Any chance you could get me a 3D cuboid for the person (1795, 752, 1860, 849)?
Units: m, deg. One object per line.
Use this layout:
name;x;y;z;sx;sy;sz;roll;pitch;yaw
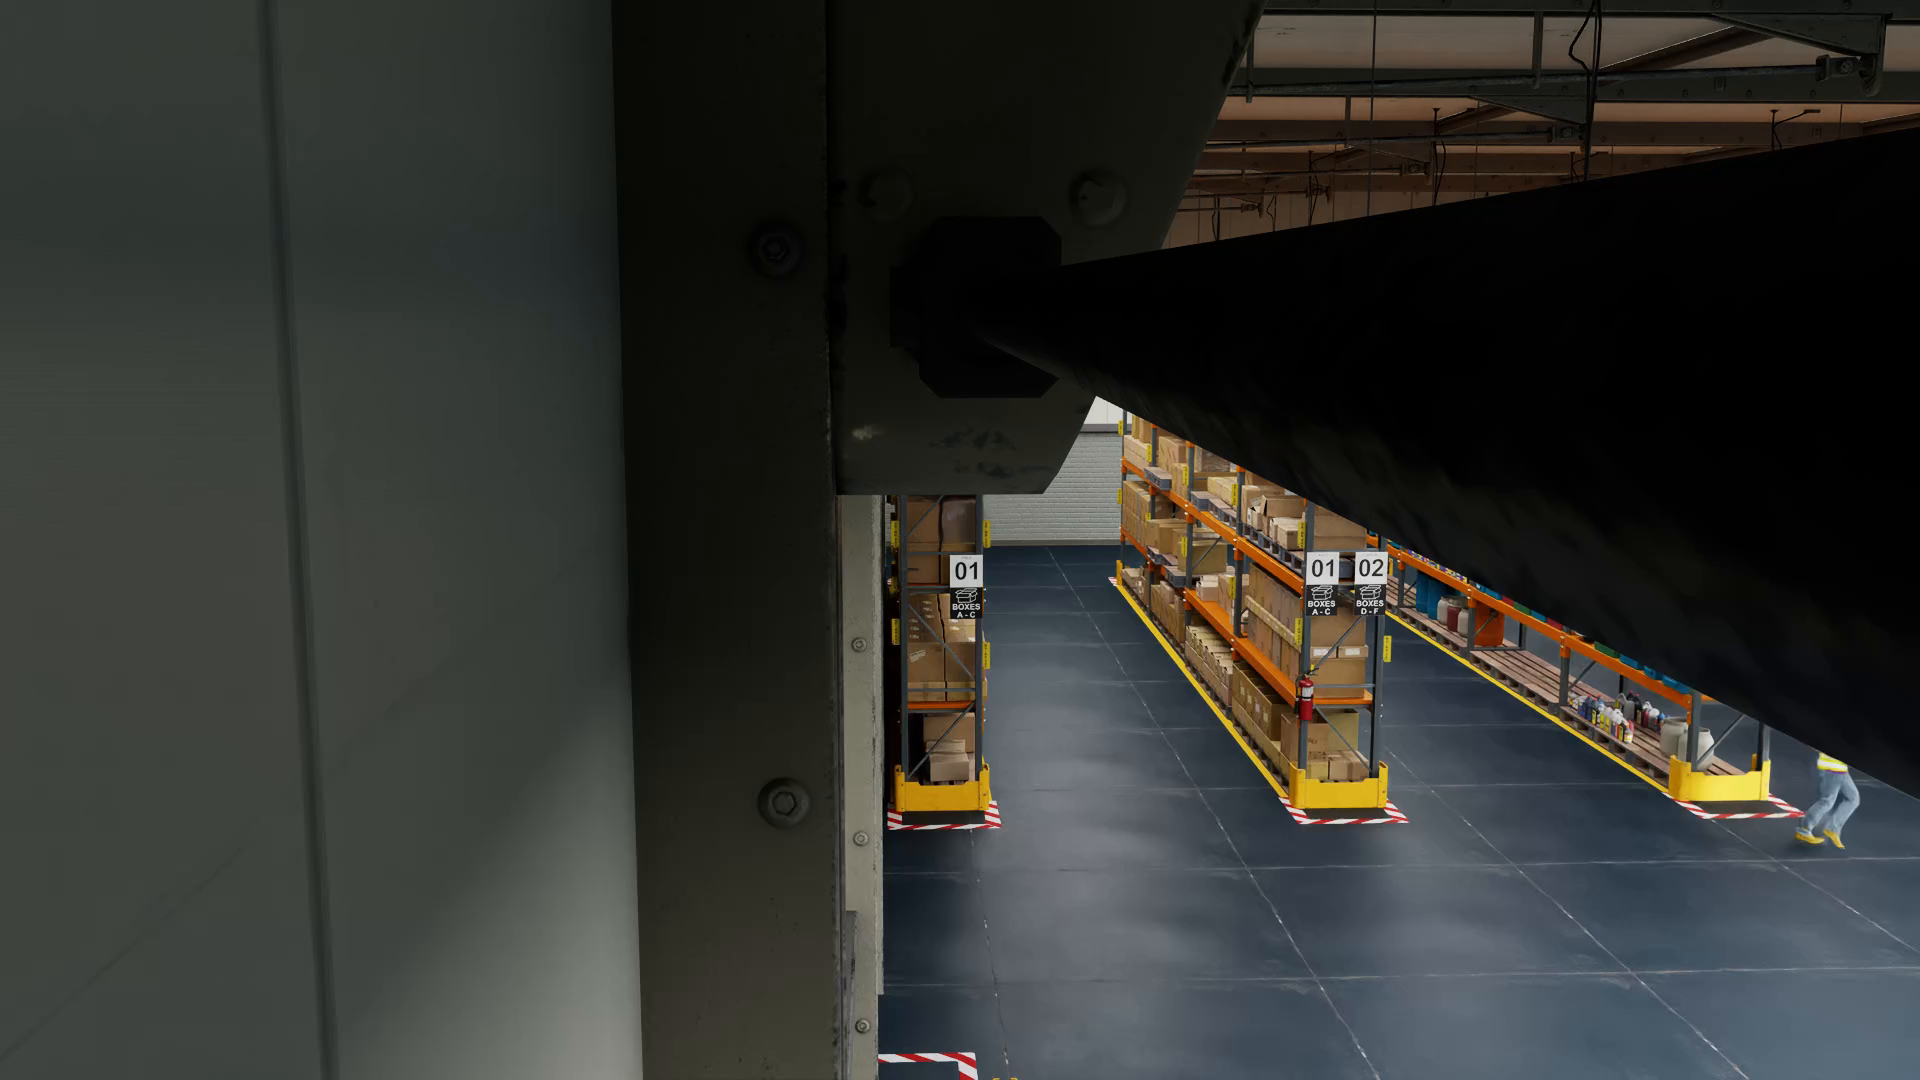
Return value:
person;10.066;2.673;19.129;0.720;1.806;0.696;5;10;29
